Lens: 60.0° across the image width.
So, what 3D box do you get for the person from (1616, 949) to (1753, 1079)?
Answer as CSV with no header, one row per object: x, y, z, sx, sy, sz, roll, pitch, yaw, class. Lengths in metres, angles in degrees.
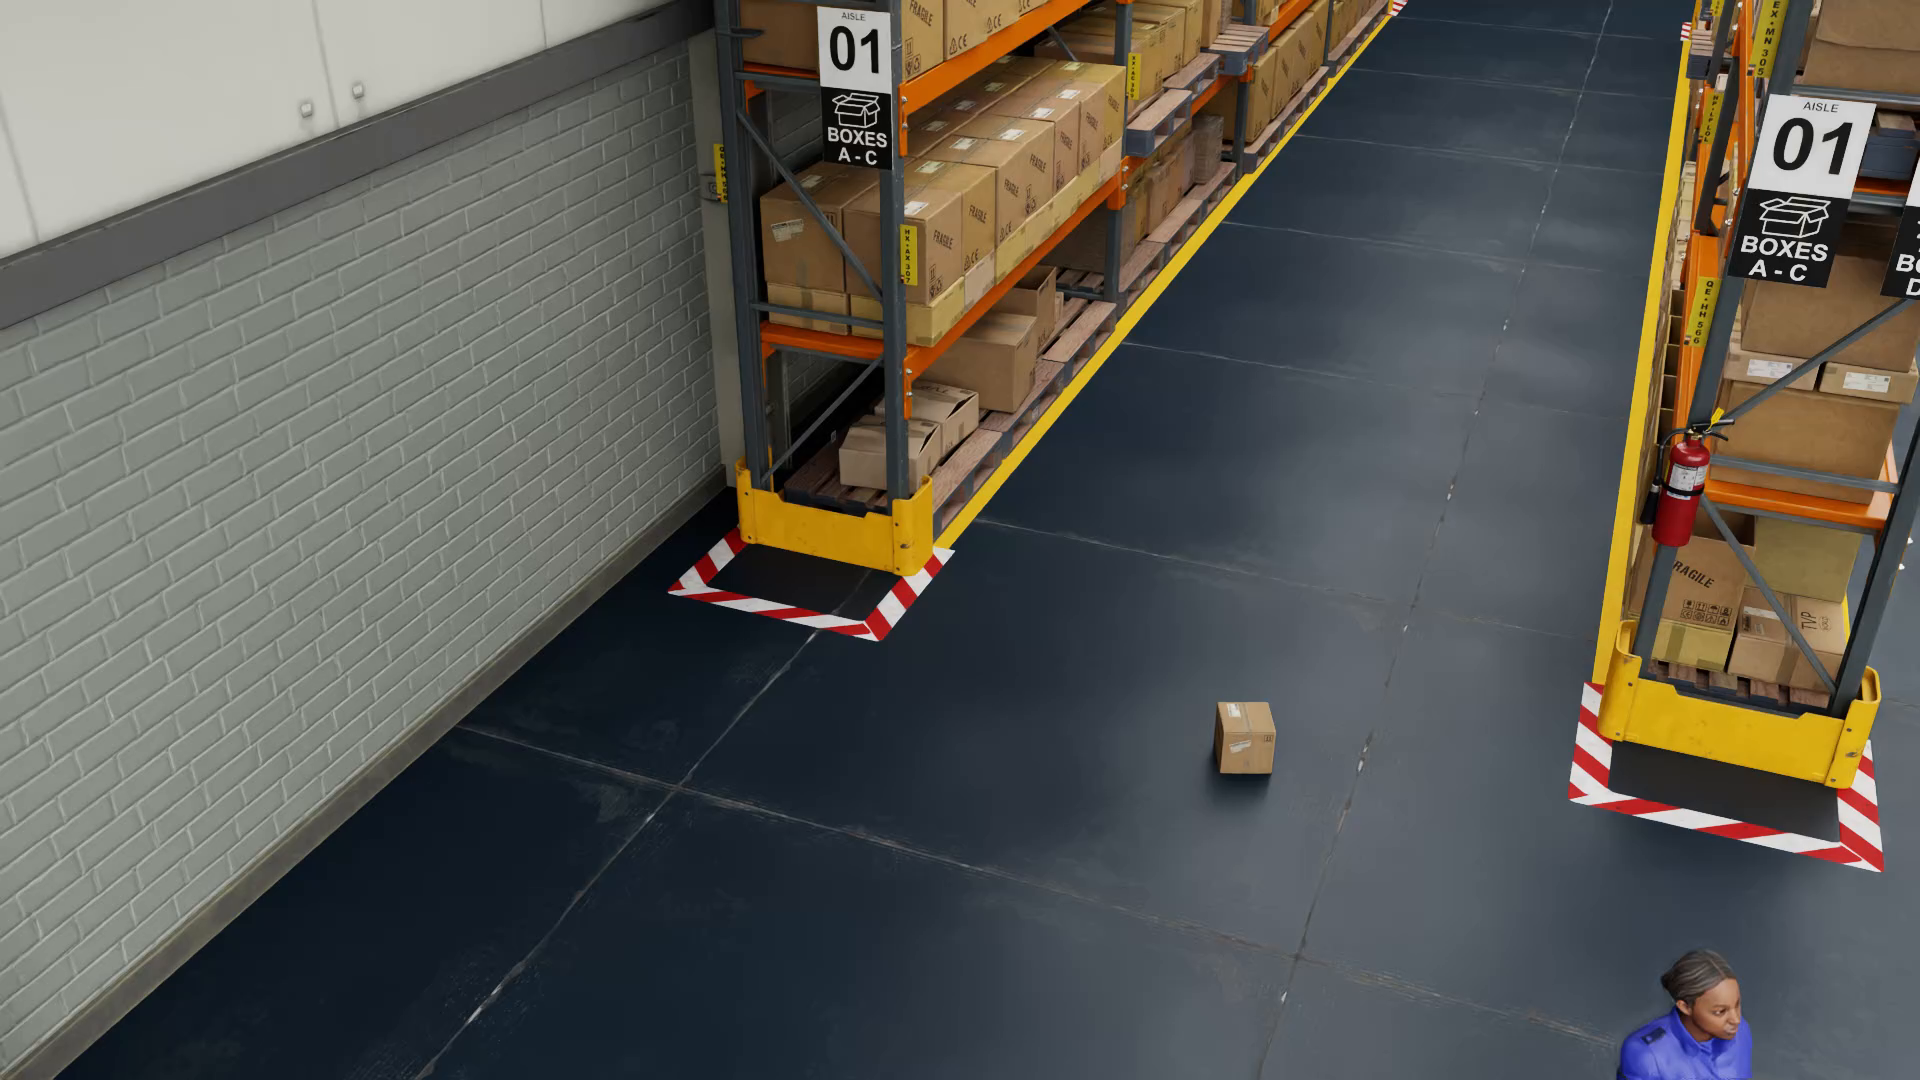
2.126,1.877,5.085,0.445,1.632,0.577,-10,31,-16,person
